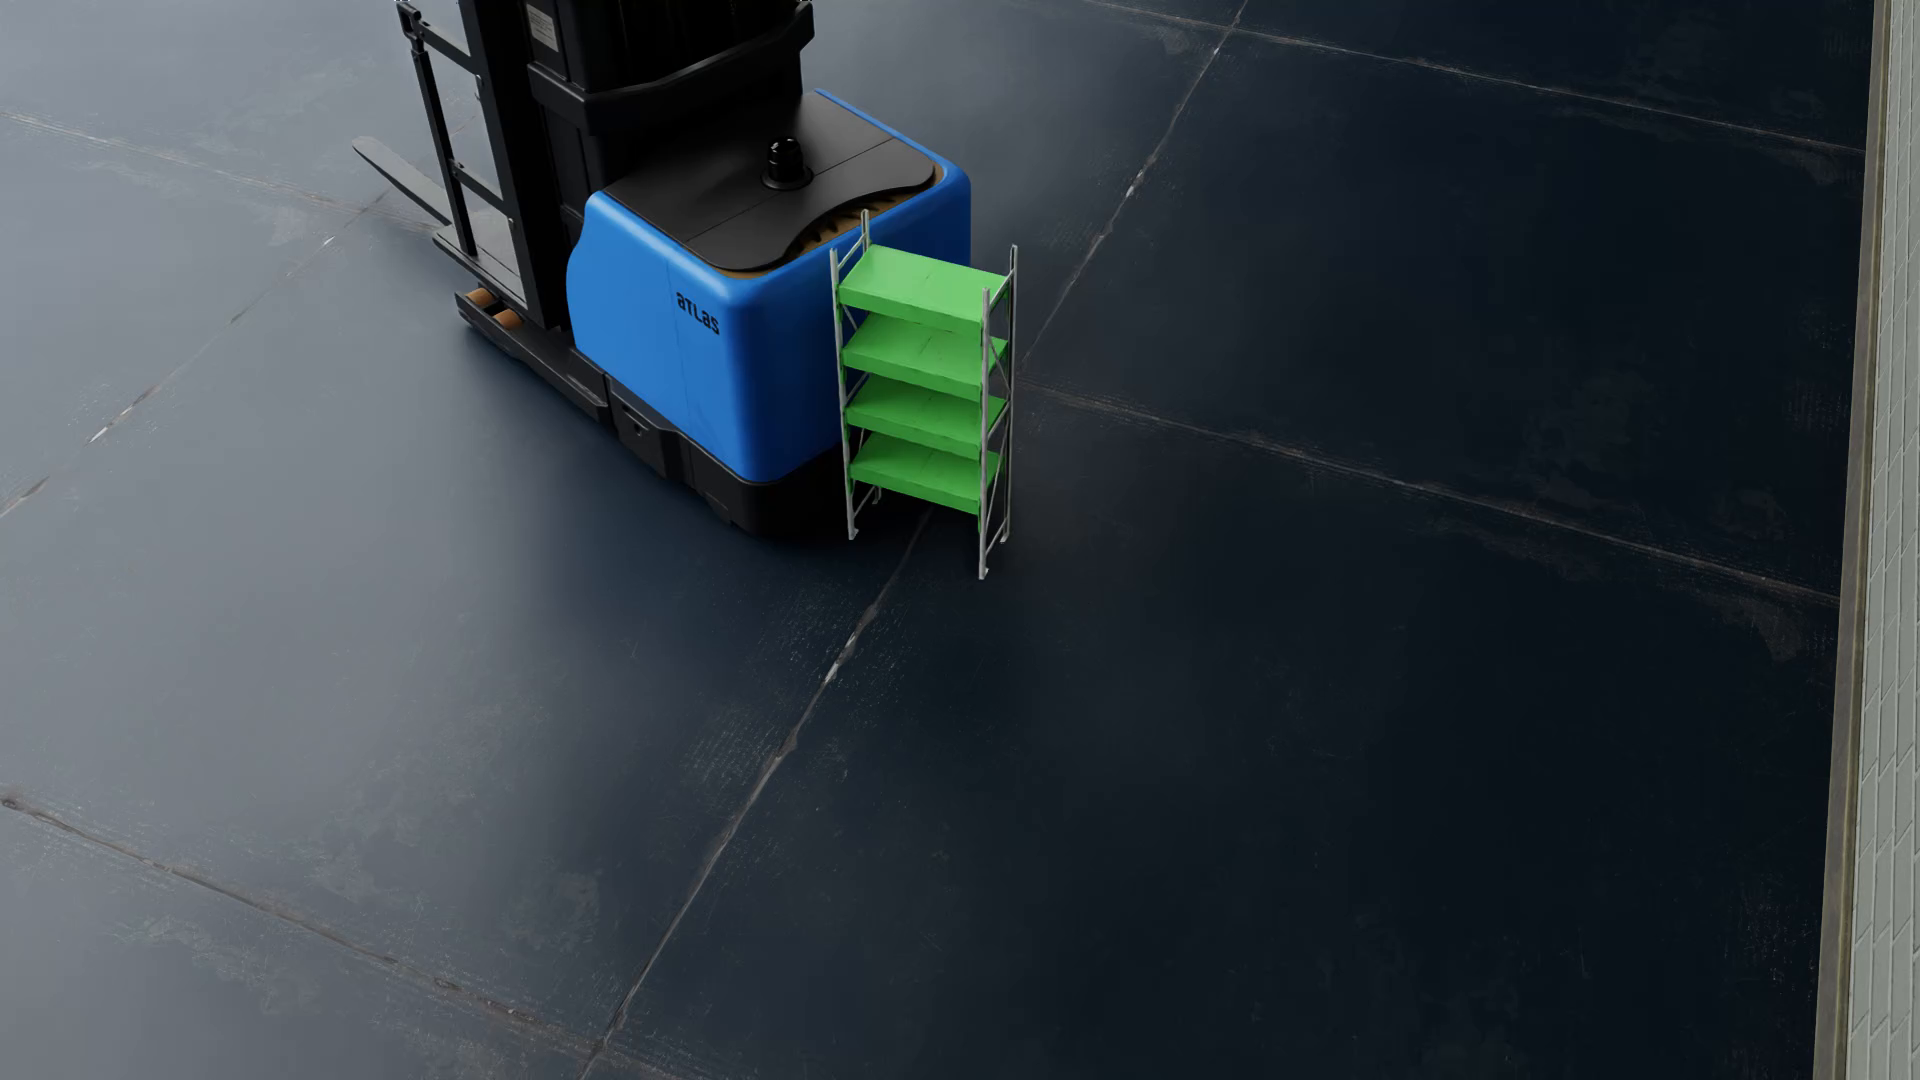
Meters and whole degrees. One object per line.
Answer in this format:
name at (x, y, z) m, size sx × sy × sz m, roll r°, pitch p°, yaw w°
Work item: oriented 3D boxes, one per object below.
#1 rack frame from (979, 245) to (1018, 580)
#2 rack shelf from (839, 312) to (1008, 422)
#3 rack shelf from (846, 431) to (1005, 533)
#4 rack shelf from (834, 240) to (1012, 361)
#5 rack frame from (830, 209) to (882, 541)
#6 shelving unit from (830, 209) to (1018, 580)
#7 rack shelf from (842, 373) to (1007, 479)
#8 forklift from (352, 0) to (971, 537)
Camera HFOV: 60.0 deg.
rack frame at (0.118, -0.369, 5.270) m, size 0.015 × 1.200 × 0.240 m, roll 17°, pitch 47°, yaw 16°
rack shelf at (-0.107, -0.560, 5.213) m, size 0.480 × 0.148 × 0.258 m, roll 17°, pitch 47°, yaw 16°
rack shelf at (-0.107, -0.220, 5.551) m, size 0.480 × 0.148 × 0.258 m, roll 17°, pitch 47°, yaw 16°
rack shelf at (-0.107, -0.731, 5.044) m, size 0.480 × 0.148 × 0.258 m, roll 17°, pitch 47°, yaw 16°
rack frame at (-0.332, -0.502, 5.404) m, size 0.015 × 1.200 × 0.240 m, roll 17°, pitch 47°, yaw 16°
shelving unit at (-0.107, -0.436, 5.337) m, size 0.503 × 1.200 × 0.258 m, roll 17°, pitch 47°, yaw 16°
rack shelf at (-0.107, -0.390, 5.382) m, size 0.480 × 0.148 × 0.258 m, roll 17°, pitch 47°, yaw 16°
forklift at (-1.332, -1.992, 5.674) m, size 1.130 × 2.935 × 3.031 m, roll -34°, pitch 54°, yaw -29°
